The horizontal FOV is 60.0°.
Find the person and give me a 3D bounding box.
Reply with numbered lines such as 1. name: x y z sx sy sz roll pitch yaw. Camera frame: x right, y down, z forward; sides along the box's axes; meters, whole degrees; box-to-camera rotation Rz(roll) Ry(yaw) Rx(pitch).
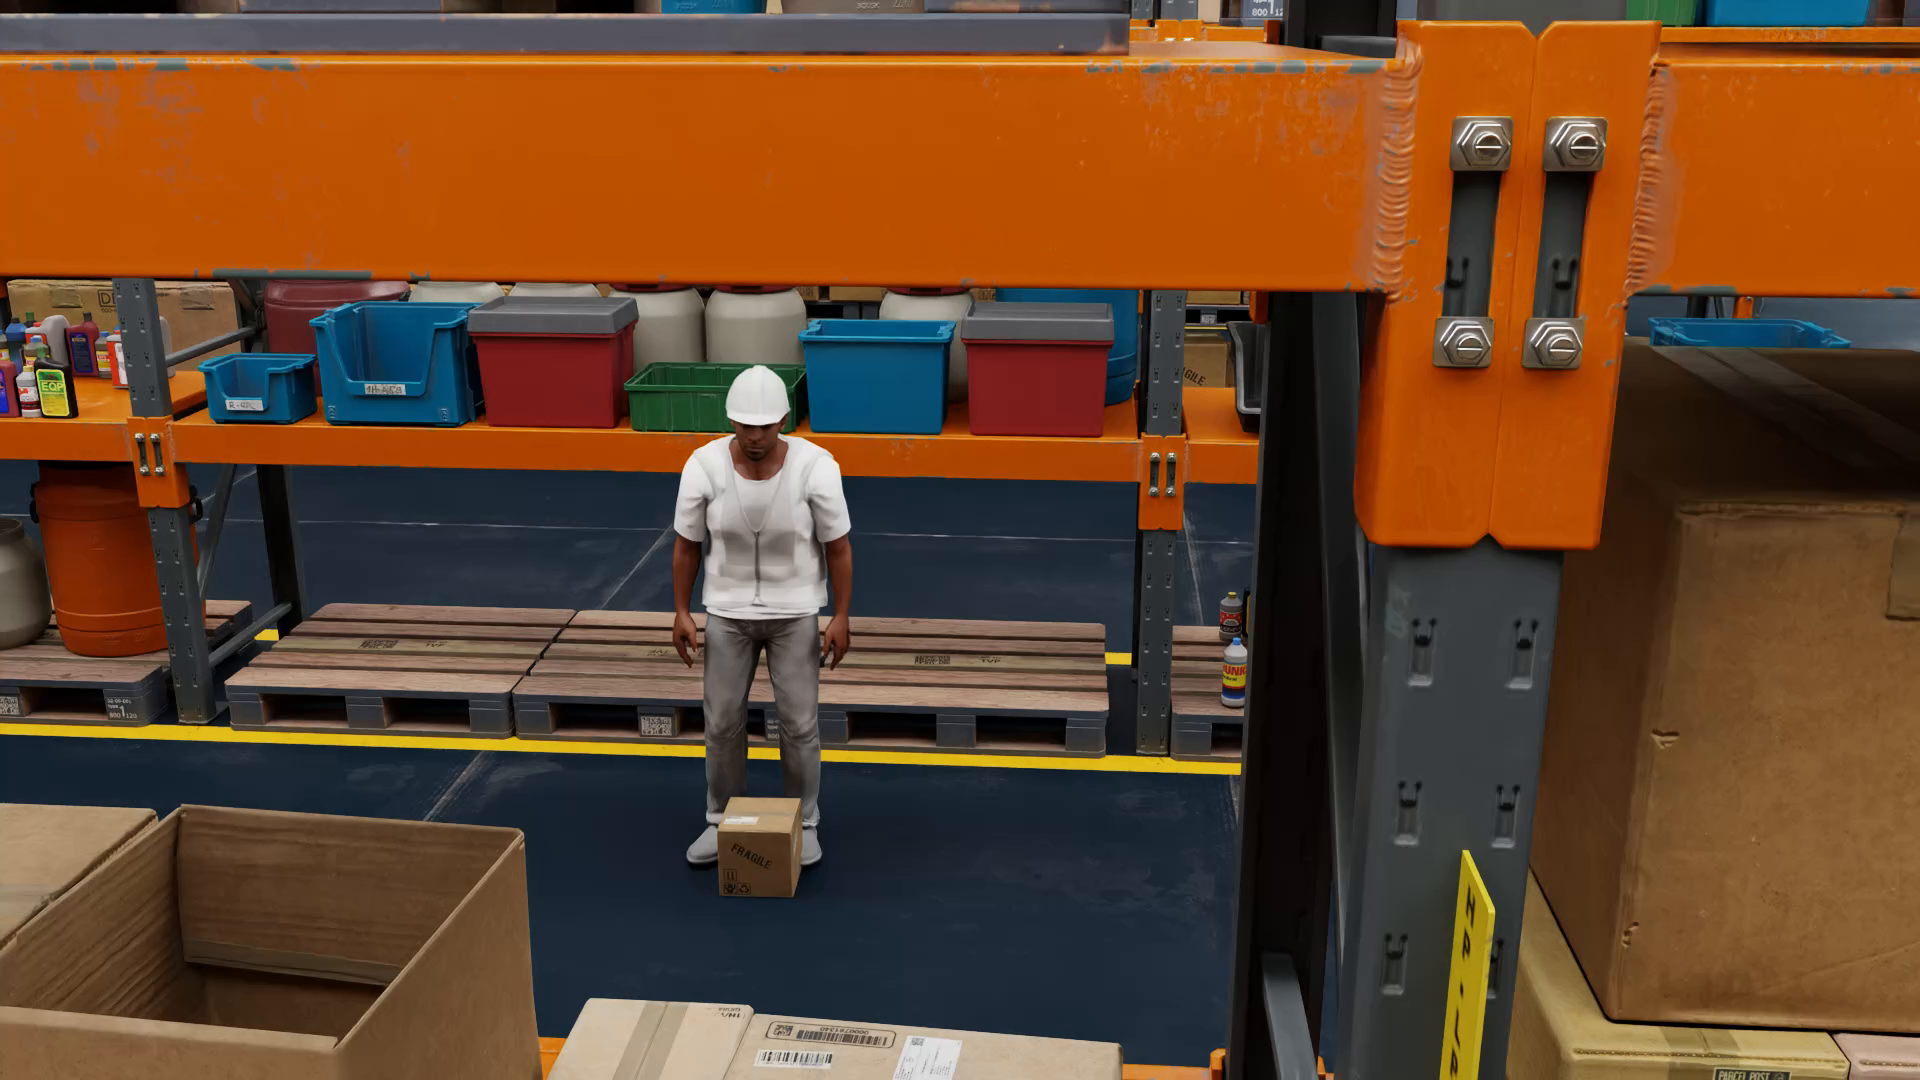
1. person: -0.674 0.263 5.681 0.618 1.760 0.460 1 17 2
